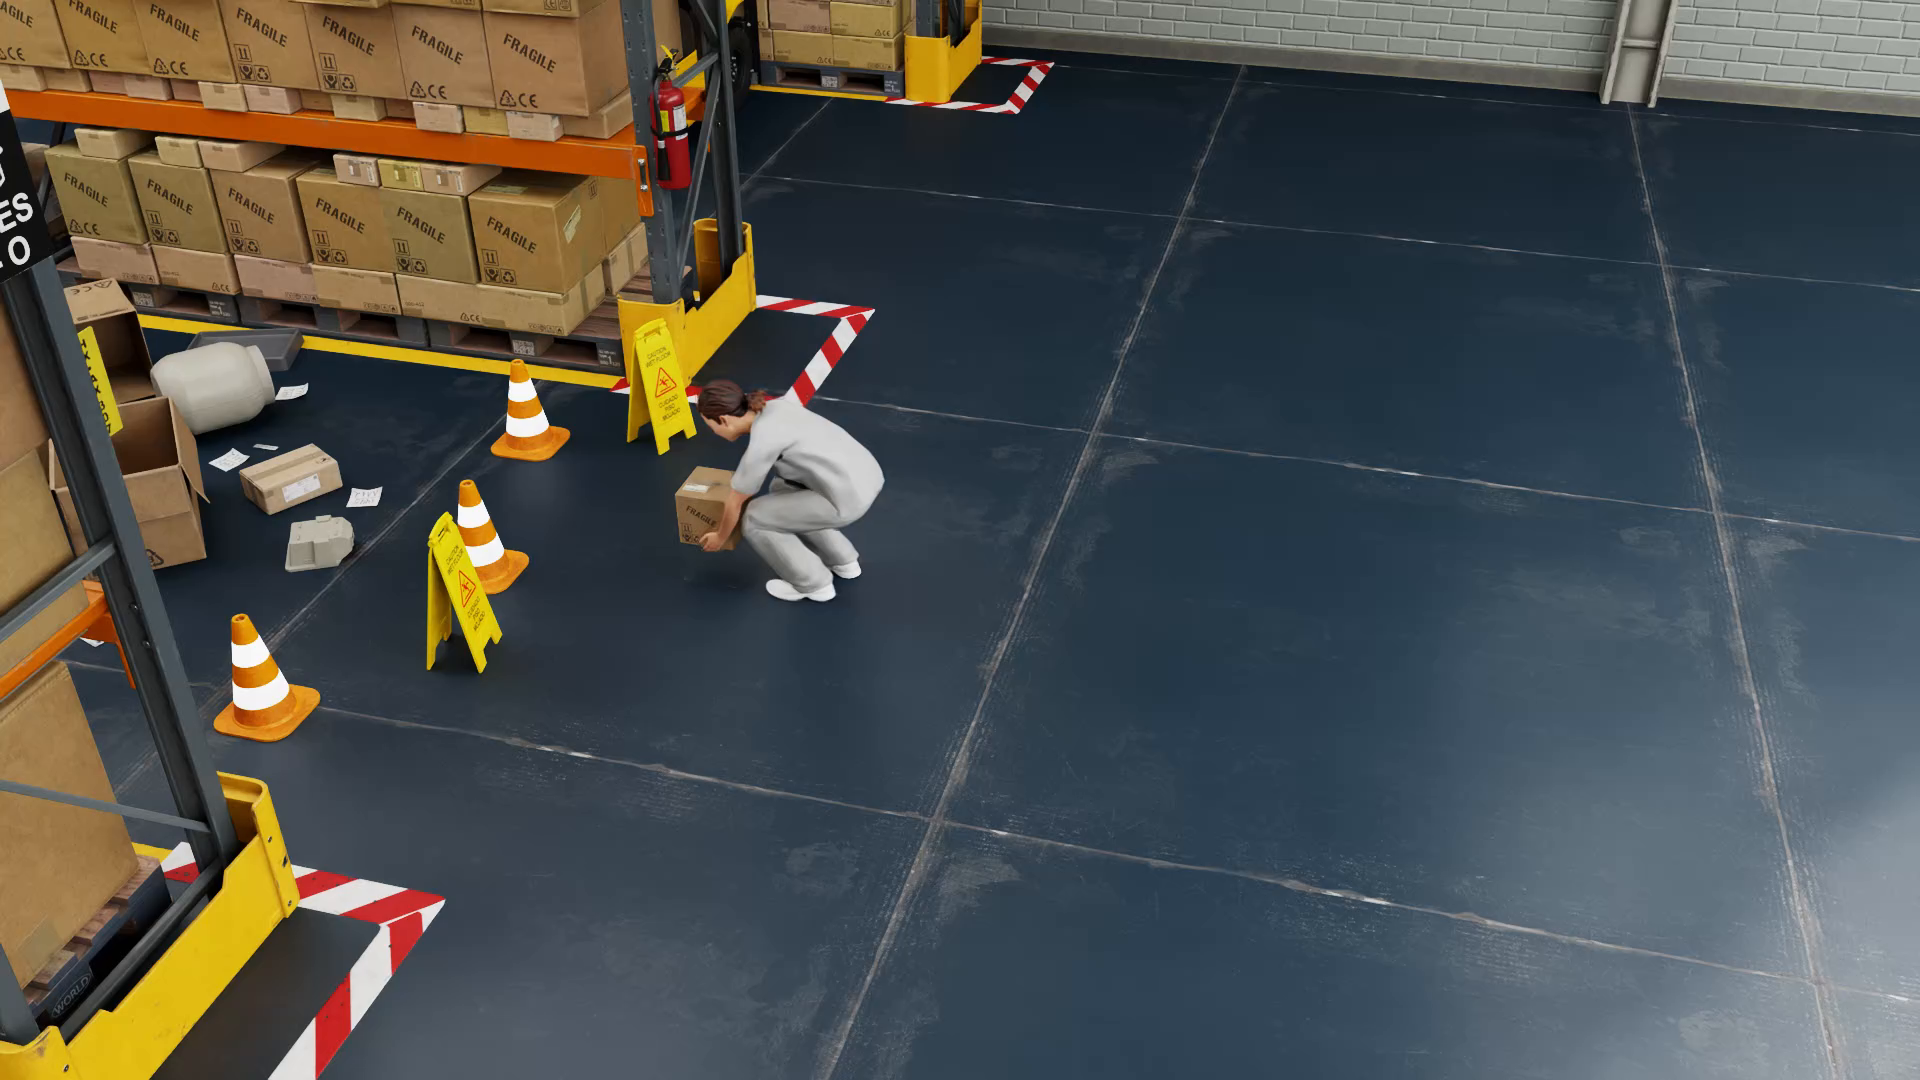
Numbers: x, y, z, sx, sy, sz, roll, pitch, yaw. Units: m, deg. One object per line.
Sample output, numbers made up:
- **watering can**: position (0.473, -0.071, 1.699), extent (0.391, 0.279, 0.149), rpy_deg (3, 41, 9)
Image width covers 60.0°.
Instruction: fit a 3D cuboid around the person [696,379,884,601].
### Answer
- **person**: position (-0.727, -0.220, 7.111), extent (0.783, 0.992, 0.486), rpy_deg (8, 34, 12)
